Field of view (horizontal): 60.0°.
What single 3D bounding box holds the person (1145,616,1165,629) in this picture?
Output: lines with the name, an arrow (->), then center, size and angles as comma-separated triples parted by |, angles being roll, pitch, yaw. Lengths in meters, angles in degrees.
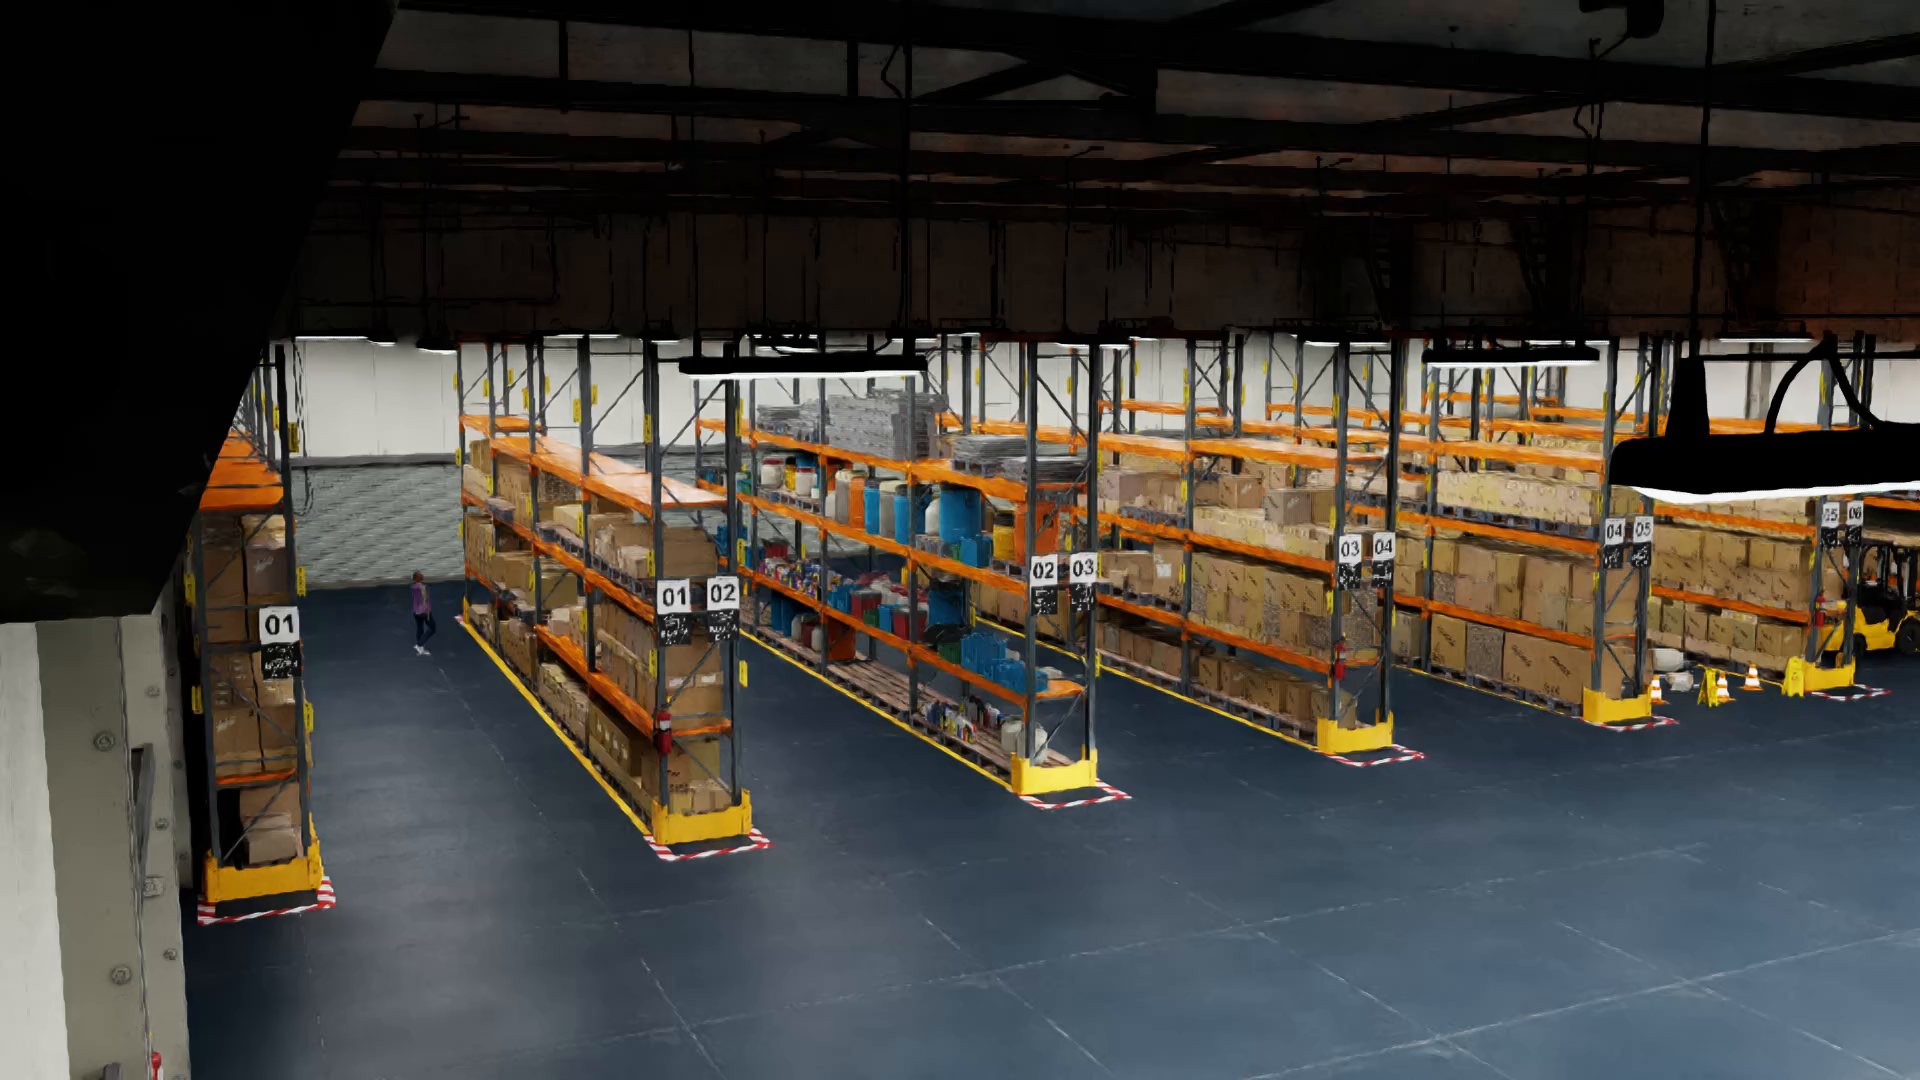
person -> 3.780, 1.160, 32.734 | 0.417, 1.517, 1.037 | -3, 8, -22

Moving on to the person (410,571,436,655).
person -> -10.048, 1.370, 30.999 | 0.459, 1.594, 0.407 | 5, 9, 34

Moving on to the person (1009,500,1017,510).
person -> 1.505, -0.408, 43.937 | 0.500, 1.662, 0.612 | 5, 9, 31
